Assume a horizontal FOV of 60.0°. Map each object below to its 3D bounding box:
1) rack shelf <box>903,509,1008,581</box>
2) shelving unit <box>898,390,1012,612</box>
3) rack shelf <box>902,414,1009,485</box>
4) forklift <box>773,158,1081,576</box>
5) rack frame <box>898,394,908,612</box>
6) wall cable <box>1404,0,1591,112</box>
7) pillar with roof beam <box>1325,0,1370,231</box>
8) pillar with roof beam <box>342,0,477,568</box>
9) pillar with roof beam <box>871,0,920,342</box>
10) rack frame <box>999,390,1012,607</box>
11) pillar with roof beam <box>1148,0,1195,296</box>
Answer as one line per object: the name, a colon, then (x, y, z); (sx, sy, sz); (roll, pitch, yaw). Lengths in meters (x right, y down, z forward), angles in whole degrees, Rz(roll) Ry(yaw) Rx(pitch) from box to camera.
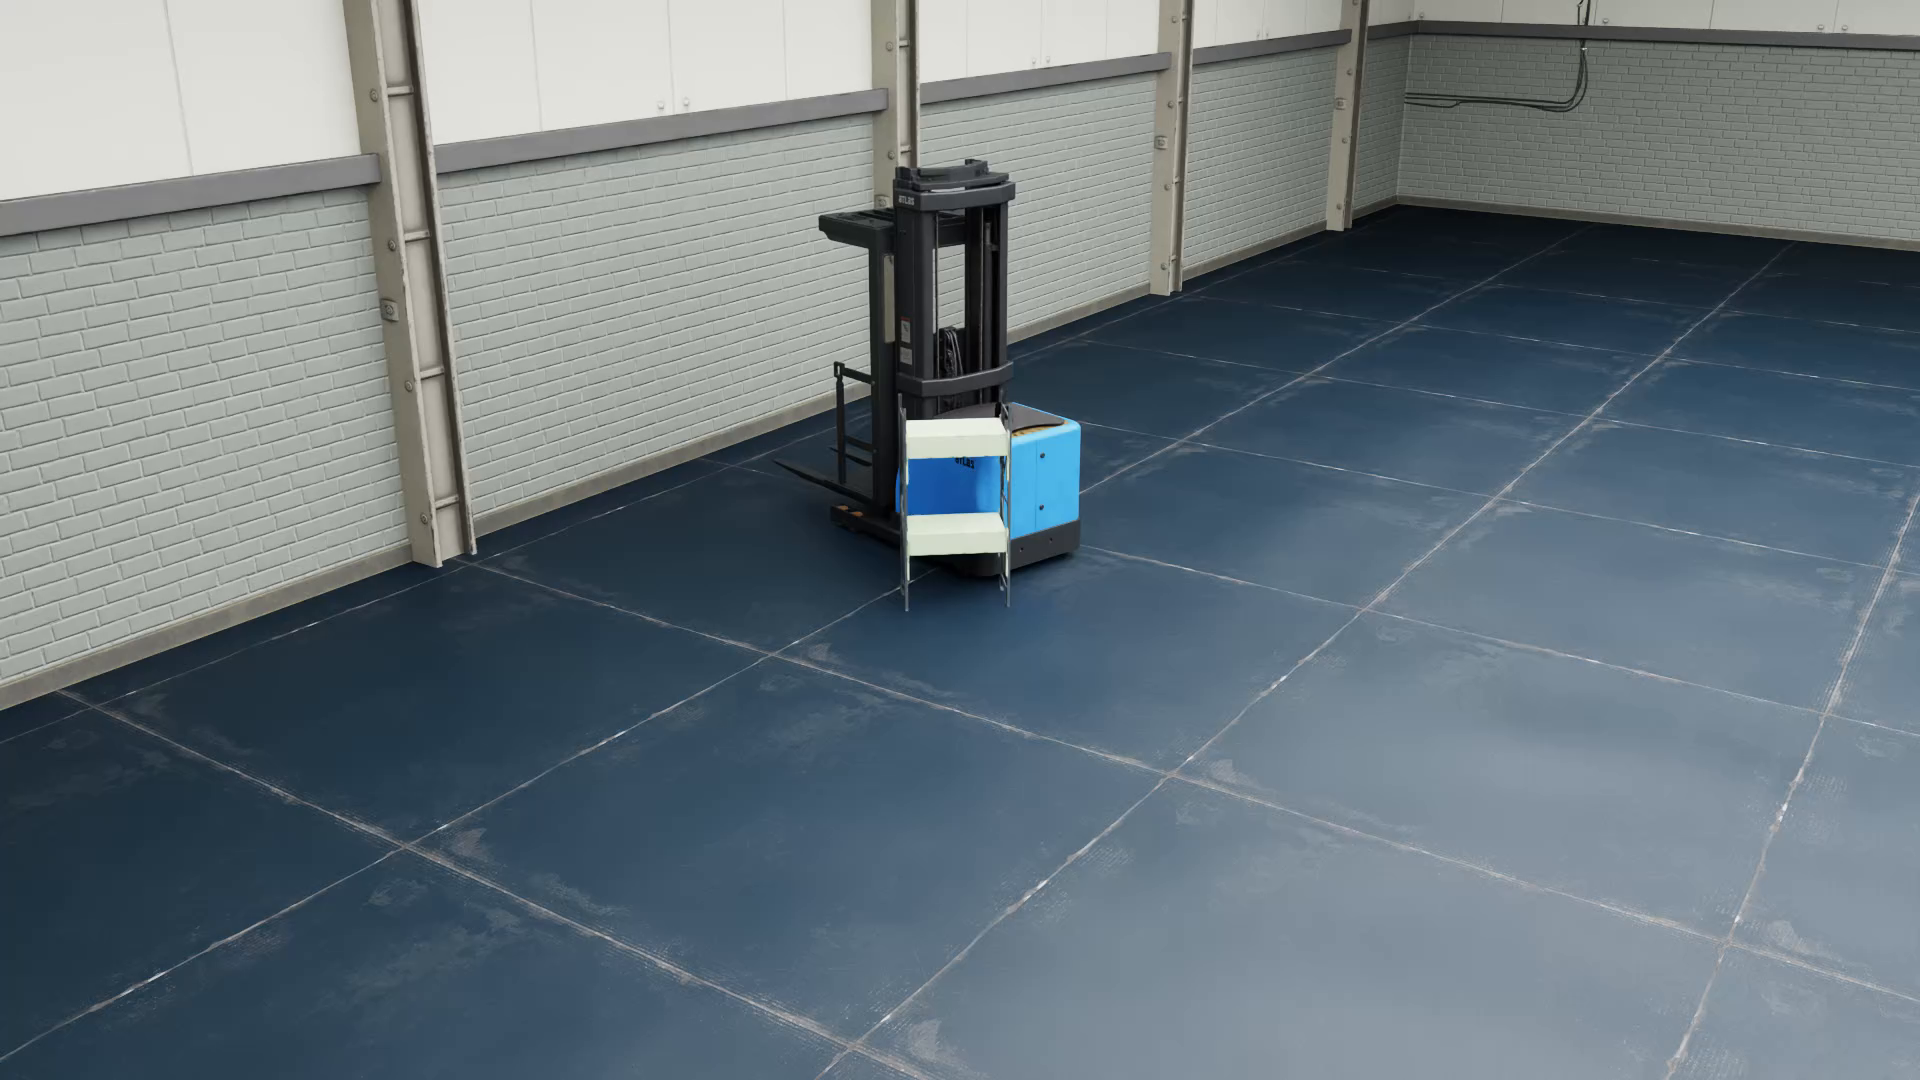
rack shelf: (-0.039, 0.030, 11.961); (0.720, 0.370, 0.431); (-2, 20, -6)
shelving unit: (-0.039, -0.275, 11.848); (0.755, 1.500, 0.431); (-2, 20, -6)
rack shelf: (-0.039, -0.641, 11.712); (0.720, 0.370, 0.431); (-2, 20, -6)
forklift: (-0.404, -1.540, 13.205); (1.130, 2.935, 3.031); (-16, 26, -37)
rack frame: (-0.402, -0.261, 11.809); (0.023, 1.500, 0.400); (-2, 20, -6)
wall cable: (8.860, -8.390, 27.451); (3.097, 2.526, 0.112); (13, 24, 32)
pillar with roof beam: (9.670, -8.419, 23.055); (9.100, 9.000, 0.400); (13, 24, 32)
pillar with roof beam: (-0.448, -3.255, 9.093); (9.100, 9.000, 0.400); (13, 24, 32)
pillar with roof beam: (2.925, -4.976, 13.747); (9.100, 9.000, 0.400); (13, 24, 32)
rack frame: (0.325, -0.290, 11.886); (0.023, 1.500, 0.400); (-2, 20, -6)
pillar with roof beam: (6.297, -6.698, 18.401); (9.100, 9.000, 0.400); (13, 24, 32)
